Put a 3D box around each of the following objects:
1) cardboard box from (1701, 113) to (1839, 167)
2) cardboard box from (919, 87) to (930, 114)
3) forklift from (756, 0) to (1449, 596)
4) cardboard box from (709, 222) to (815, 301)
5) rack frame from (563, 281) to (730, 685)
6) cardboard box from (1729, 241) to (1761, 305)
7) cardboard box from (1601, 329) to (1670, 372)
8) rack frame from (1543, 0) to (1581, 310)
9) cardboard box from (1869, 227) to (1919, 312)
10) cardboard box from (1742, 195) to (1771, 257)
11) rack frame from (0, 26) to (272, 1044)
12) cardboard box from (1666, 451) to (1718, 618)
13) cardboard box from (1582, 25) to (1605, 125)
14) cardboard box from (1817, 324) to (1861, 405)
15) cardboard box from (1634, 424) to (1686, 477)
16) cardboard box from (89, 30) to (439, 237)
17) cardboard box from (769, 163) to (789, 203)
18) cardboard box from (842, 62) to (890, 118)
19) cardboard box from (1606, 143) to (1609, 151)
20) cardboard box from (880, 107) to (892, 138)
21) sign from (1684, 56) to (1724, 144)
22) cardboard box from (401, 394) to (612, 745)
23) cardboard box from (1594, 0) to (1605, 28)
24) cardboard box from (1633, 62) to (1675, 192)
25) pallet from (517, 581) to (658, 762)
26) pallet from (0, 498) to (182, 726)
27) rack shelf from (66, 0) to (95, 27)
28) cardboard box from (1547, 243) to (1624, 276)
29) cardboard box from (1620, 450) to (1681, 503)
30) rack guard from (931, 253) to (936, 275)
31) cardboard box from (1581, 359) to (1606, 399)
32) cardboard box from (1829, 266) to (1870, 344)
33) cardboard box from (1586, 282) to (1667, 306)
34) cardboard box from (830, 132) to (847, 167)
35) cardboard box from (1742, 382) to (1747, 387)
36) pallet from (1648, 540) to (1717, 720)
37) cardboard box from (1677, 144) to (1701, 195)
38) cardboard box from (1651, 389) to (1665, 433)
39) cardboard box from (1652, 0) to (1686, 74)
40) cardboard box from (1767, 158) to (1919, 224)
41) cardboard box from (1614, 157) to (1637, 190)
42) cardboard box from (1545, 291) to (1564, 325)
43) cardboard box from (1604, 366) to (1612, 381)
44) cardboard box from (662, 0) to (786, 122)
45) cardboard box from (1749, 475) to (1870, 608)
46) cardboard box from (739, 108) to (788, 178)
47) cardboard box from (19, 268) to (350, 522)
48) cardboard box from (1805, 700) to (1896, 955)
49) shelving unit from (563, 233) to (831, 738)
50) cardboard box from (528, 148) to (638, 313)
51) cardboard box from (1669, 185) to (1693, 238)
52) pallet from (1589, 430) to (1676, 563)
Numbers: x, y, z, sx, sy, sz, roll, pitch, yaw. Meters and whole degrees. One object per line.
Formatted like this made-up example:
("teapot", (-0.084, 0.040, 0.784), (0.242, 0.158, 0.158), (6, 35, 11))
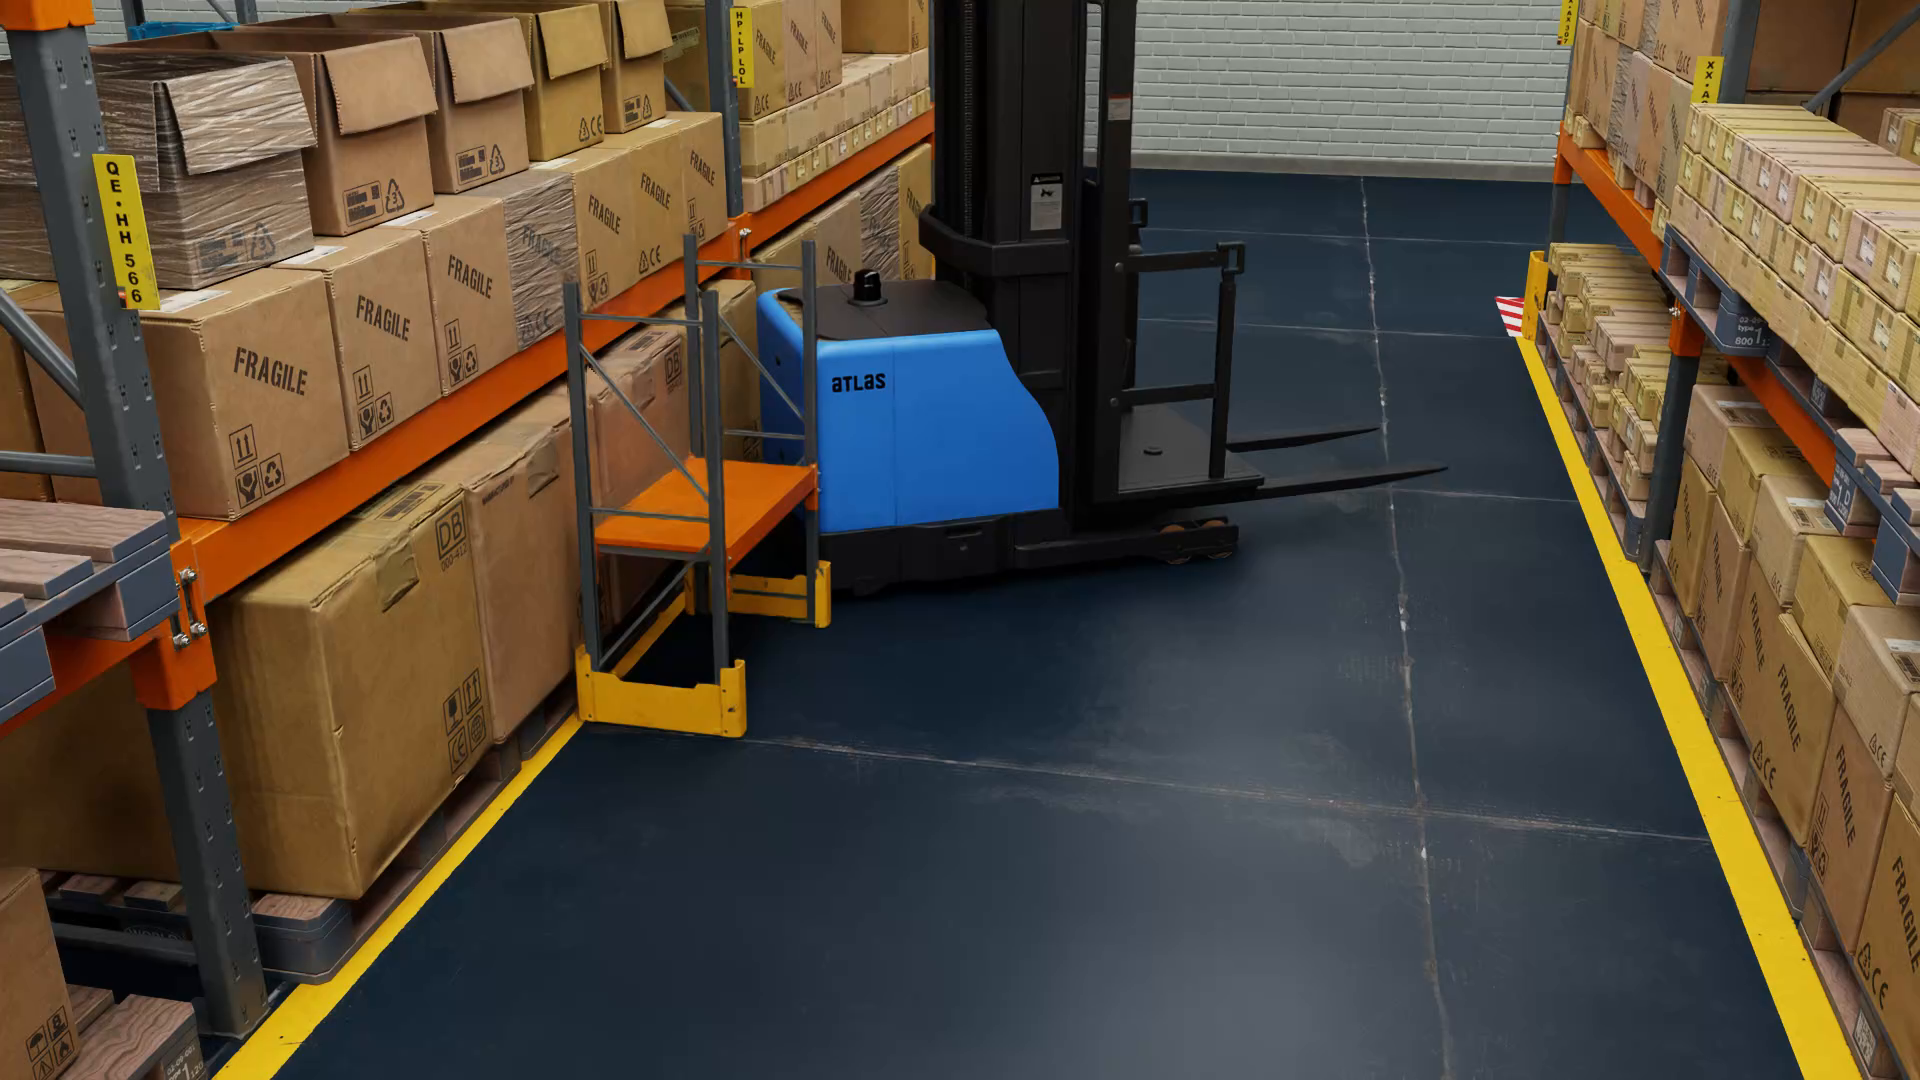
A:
("cardboard box", (2.784, -1.372, 5.723), (0.380, 0.149, 0.250), (5, 22, 12))
("cardboard box", (-0.404, -2.835, 10.715), (0.380, 0.149, 0.250), (5, 22, 12))
("forklift", (0.687, -1.436, 6.996), (3.031, 2.935, 1.130), (-7, 23, -16))
("cardboard box", (-1.257, -1.089, 8.324), (0.875, 0.875, 0.875), (4, 22, 11))
("rack frame", (-1.004, -0.077, 5.395), (0.500, 1.500, 0.032), (5, 20, 11))
("cardboard box", (2.625, -0.821, 5.150), (0.380, 0.149, 0.250), (3, 22, 9))
("cardboard box", (3.334, -0.911, 8.057), (0.380, 0.149, 0.250), (3, 22, 8))
("rack frame", (4.182, -2.692, 10.023), (1.000, 3.000, 0.127), (4, 22, 11))
("cardboard box", (2.358, -0.620, 3.856), (0.380, 0.149, 0.250), (5, 22, 13))
("cardboard box", (2.626, -0.953, 5.081), (0.380, 0.149, 0.250), (5, 23, 13))
("rack frame", (-2.286, -0.181, 3.789), (1.000, 3.000, 0.127), (4, 22, 11))
("cardboard box", (2.955, -0.015, 6.158), (0.500, 0.500, 0.500), (5, 23, 13))
("cardboard box", (3.735, -2.536, 9.102), (0.500, 0.500, 0.500), (5, 22, 11))
("cardboard box", (2.412, -0.434, 4.191), (0.380, 0.149, 0.250), (3, 22, 9))
("cardboard box", (3.118, -0.379, 7.135), (0.380, 0.149, 0.250), (5, 22, 12))
("cardboard box", (-1.985, -1.197, 4.835), (0.797, 0.503, 0.637), (5, 22, 12))
("cardboard box", (-1.030, -1.707, 7.912), (0.380, 0.149, 0.250), (4, 22, 9))
("cardboard box", (-0.700, -2.607, 9.613), (0.500, 0.250, 0.500), (4, 22, 9))
("cardboard box", (3.757, -2.186, 9.103), (0.380, 0.149, 0.250), (6, 23, 13))
("cardboard box", (-0.611, -2.462, 9.787), (0.380, 0.149, 0.250), (4, 22, 10))
("sign", (2.833, -1.669, 6.325), (0.100, 0.325, 0.005), (4, 22, 11))
("cardboard box", (-1.935, 0.033, 5.538), (1.225, 0.875, 0.875), (5, 22, 11))
("cardboard box", (3.733, -3.011, 8.945), (0.500, 0.500, 0.500), (5, 22, 12))
("cardboard box", (3.295, -1.802, 7.280), (0.500, 0.500, 0.500), (4, 22, 9))
("pallet", (-1.800, 0.385, 6.116), (1.003, 0.211, 1.213), (4, 22, 11))
("pallet", (-2.327, 0.176, 3.157), (1.213, 0.211, 1.003), (4, 22, 11))
("rack shelf", (-1.878, -1.971, 5.179), (1.077, 0.370, 4.000), (4, 22, 11))
("cardboard box", (3.742, -1.675, 9.954), (0.380, 0.149, 0.250), (3, 22, 8))
("cardboard box", (3.112, -0.271, 7.265), (0.380, 0.149, 0.250), (5, 22, 12))
("rack guard", (-0.648, -1.956, 11.542), (1.175, 0.500, 0.348), (4, 22, 11))
("cardboard box", (3.459, -0.831, 8.655), (0.380, 0.149, 0.250), (4, 22, 11))
("cardboard box", (2.413, -0.574, 4.141), (0.380, 0.149, 0.250), (4, 22, 11))
("cardboard box", (3.591, -1.285, 8.986), (0.380, 0.149, 0.250), (5, 23, 13))
("cardboard box", (-0.820, -2.085, 8.851), (0.380, 0.149, 0.250), (5, 22, 12))
("cardboard box", (3.756, -0.680, 7.485), (0.380, 0.149, 0.250), (4, 22, 10))
("pallet", (3.208, 0.349, 6.204), (1.003, 0.211, 1.213), (4, 22, 11))
("cardboard box", (2.835, -1.336, 6.033), (0.380, 0.149, 0.250), (5, 22, 12))
("cardboard box", (3.183, -0.528, 7.106), (0.380, 0.149, 0.250), (5, 22, 12))
("cardboard box", (3.297, -2.259, 7.078), (0.500, 0.500, 0.500), (4, 22, 9))
("cardboard box", (2.572, -1.002, 4.803), (0.380, 0.149, 0.250), (5, 23, 13))
("cardboard box", (3.443, -1.812, 8.175), (0.380, 0.149, 0.250), (5, 22, 12))
("cardboard box", (3.761, -1.397, 10.062), (0.380, 0.149, 0.250), (5, 22, 12))
("cardboard box", (3.453, -0.854, 8.314), (0.380, 0.149, 0.250), (3, 22, 8))
("cardboard box", (-1.122, -2.216, 7.640), (0.500, 0.500, 0.500), (4, 22, 11))
("cardboard box", (2.741, 0.019, 5.072), (0.500, 0.250, 0.500), (5, 23, 13))
("cardboard box", (-1.117, -1.865, 7.771), (0.500, 0.250, 0.500), (4, 22, 10))
("cardboard box", (-1.920, -0.385, 4.160), (0.500, 0.500, 0.500), (5, 22, 12))
("cardboard box", (2.537, 0.748, 4.265), (0.500, 0.500, 0.500), (5, 23, 13))
("shelving unit", (-0.893, -0.242, 5.873), (0.587, 1.500, 1.083), (5, 20, 11))
("cardboard box", (-1.505, -1.127, 6.002), (0.500, 0.500, 0.500), (4, 22, 10))
("cardboard box", (2.835, -1.199, 6.088), (0.380, 0.149, 0.250), (3, 22, 8))
("pallet", (3.468, -0.184, 7.528), (1.003, 0.211, 1.213), (4, 22, 11))
